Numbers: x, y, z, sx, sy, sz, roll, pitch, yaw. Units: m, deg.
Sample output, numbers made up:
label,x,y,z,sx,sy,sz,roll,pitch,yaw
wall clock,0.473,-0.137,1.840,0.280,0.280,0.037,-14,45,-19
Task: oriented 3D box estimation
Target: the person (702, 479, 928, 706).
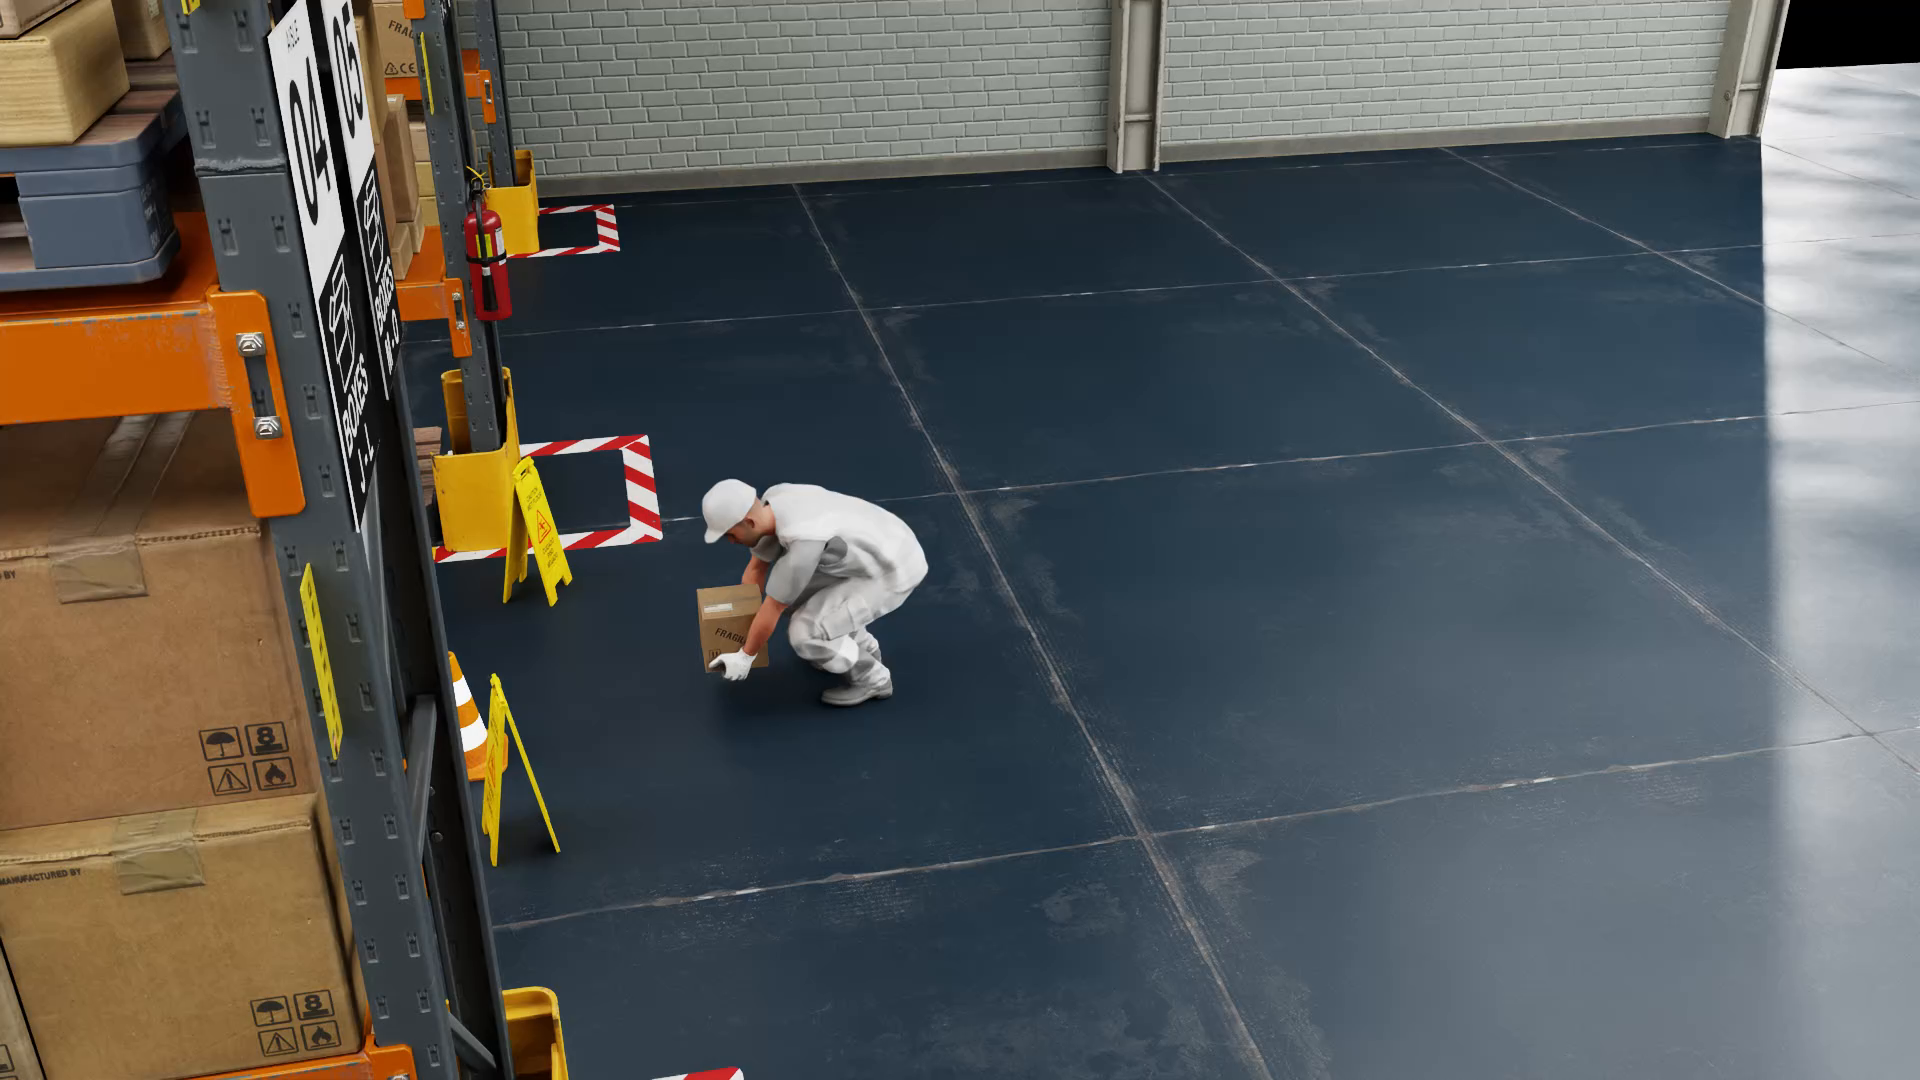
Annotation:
label,x,y,z,sx,sy,sz,roll,pitch,yaw
person,-0.583,0.168,6.653,0.907,0.993,0.541,-7,27,-13
